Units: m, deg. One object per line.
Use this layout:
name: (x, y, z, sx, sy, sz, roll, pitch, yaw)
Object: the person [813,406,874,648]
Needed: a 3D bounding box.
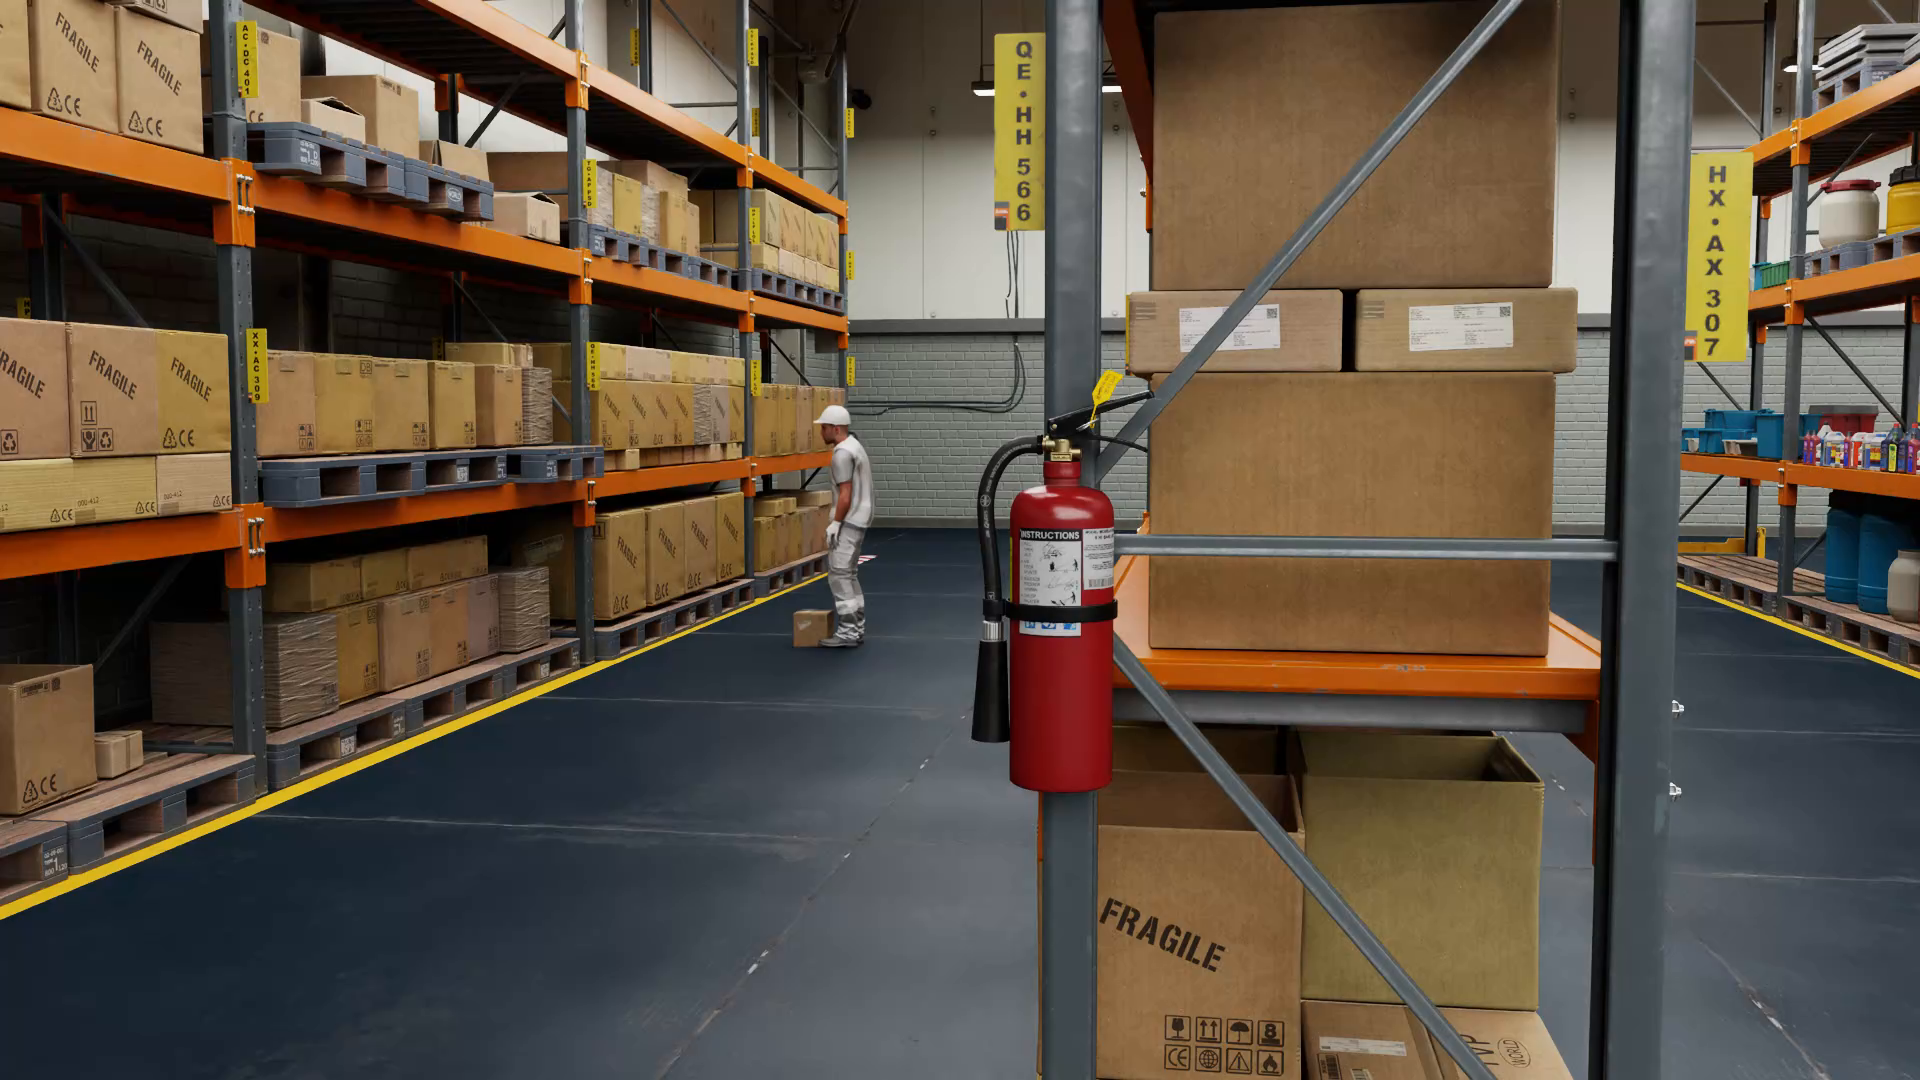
person: (-0.862, -0.103, 12.314, 0.444, 1.779, 0.584, 1, 4, 7)
